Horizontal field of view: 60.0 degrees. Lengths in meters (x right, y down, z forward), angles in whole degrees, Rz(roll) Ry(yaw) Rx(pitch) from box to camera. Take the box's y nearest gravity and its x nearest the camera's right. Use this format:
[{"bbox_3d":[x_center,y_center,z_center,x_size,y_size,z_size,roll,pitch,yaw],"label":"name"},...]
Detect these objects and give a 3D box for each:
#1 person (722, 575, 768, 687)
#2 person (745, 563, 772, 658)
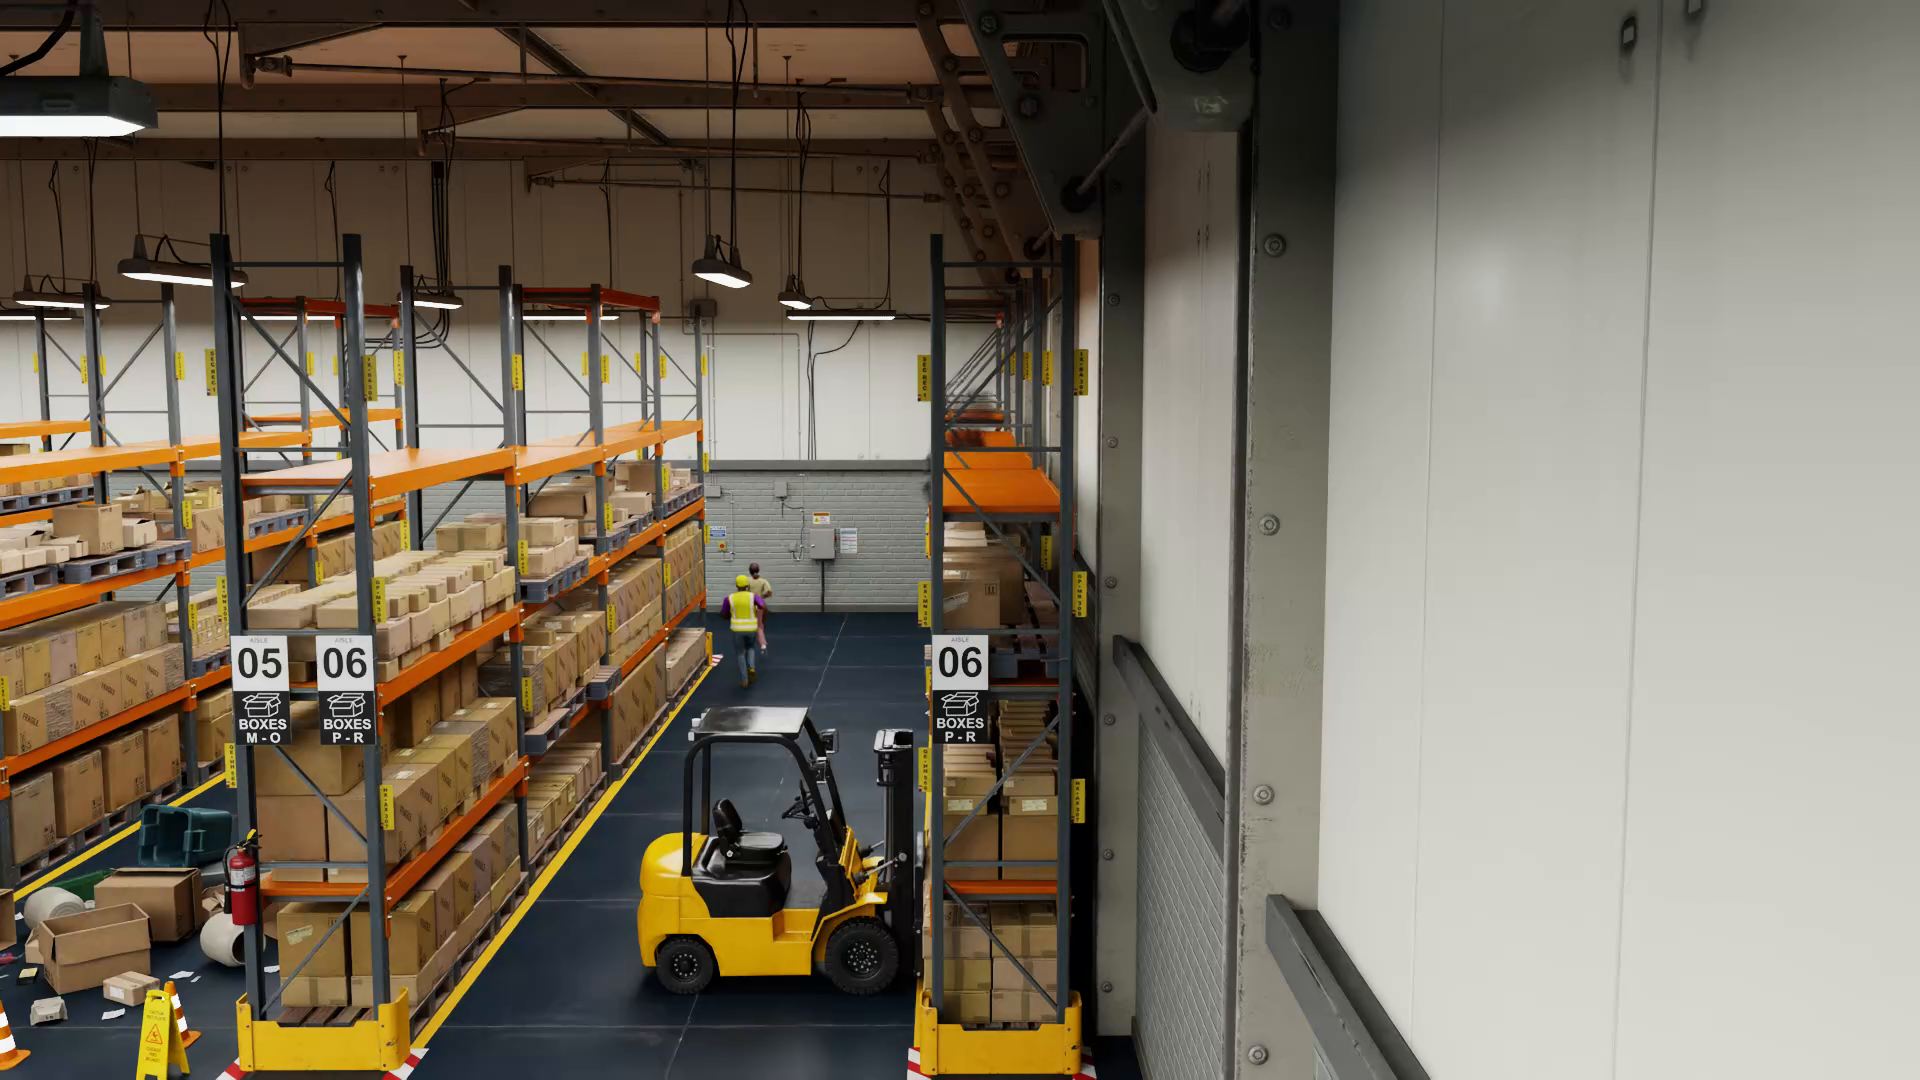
[{"bbox_3d":[-3.391,1.403,26.133,0.692,1.741,0.654,-1,6,-12],"label":"person"},{"bbox_3d":[-3.484,1.231,28.197,0.628,1.695,0.881,-3,7,-24],"label":"person"}]
